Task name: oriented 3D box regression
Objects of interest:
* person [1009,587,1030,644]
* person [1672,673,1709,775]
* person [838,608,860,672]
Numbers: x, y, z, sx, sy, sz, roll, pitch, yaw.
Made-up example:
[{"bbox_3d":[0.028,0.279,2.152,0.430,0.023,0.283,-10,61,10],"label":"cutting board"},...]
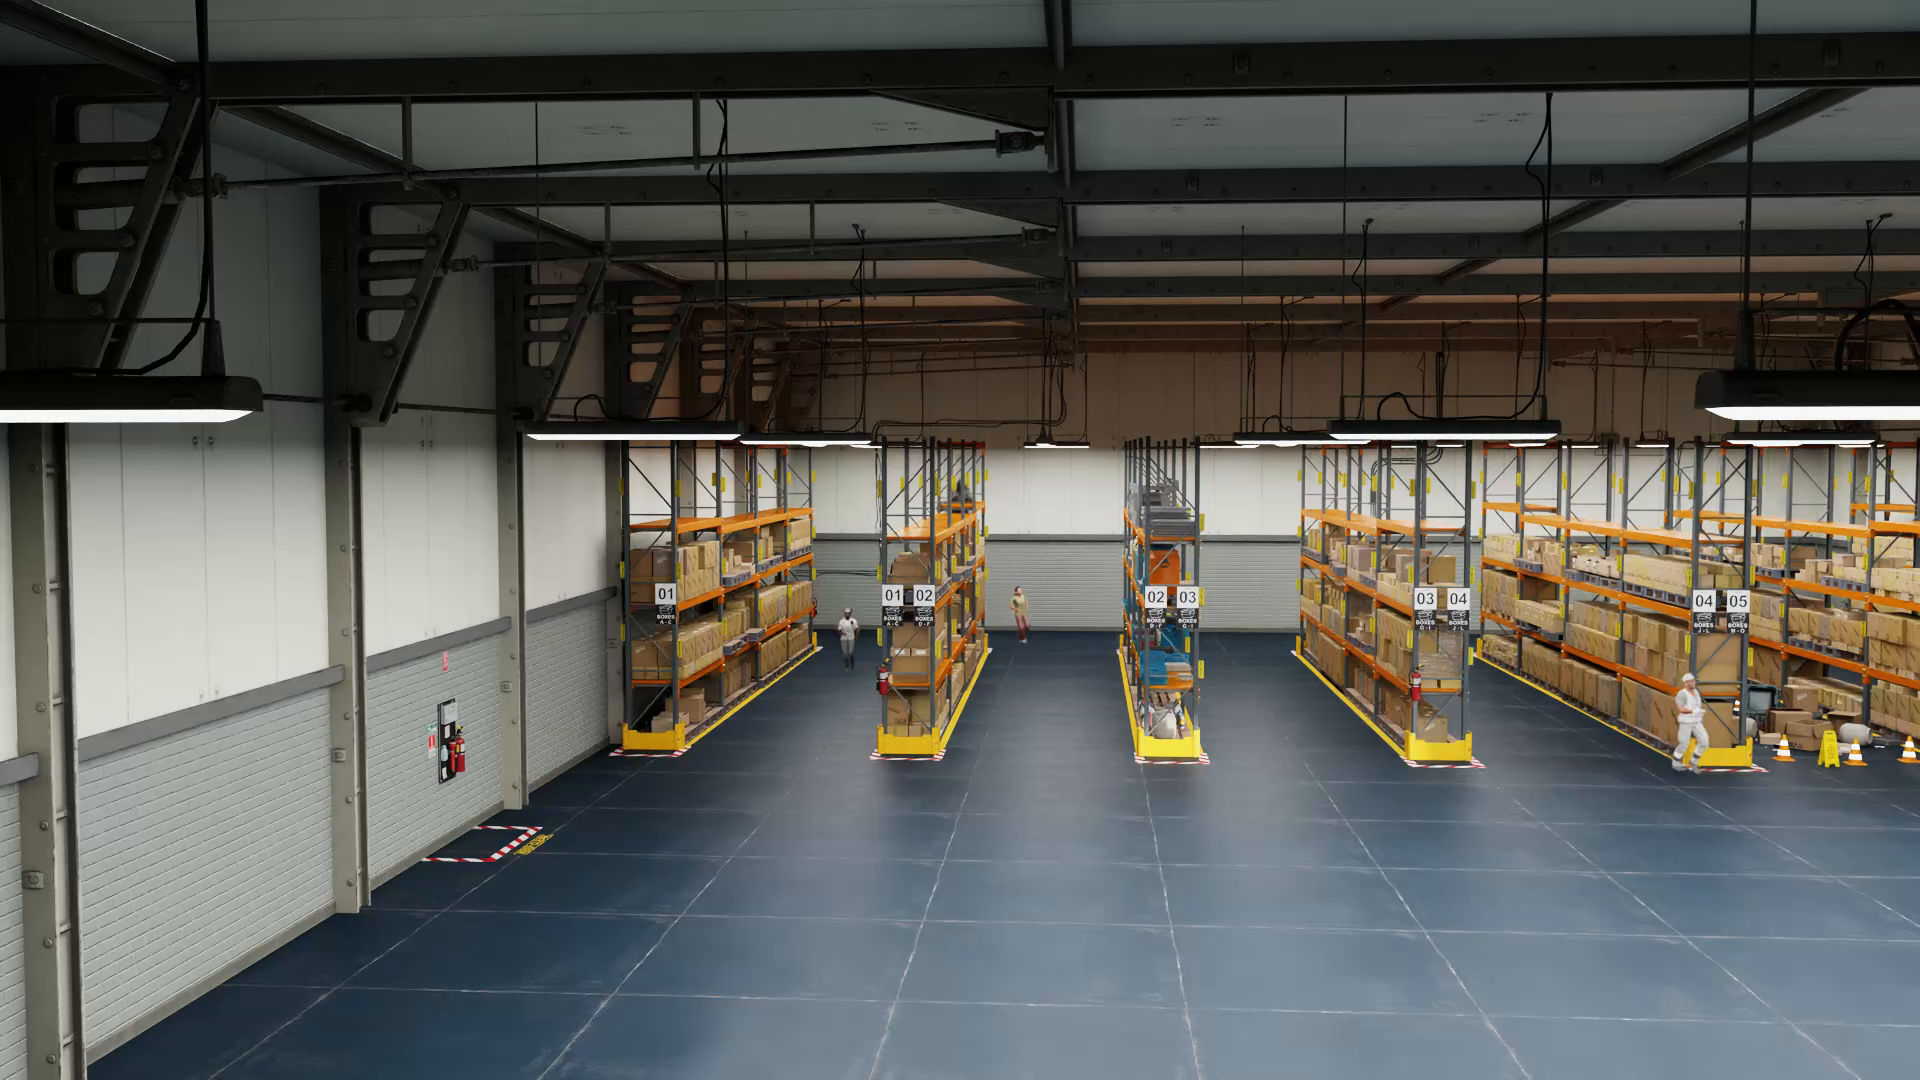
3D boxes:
[{"bbox_3d":[1.709,2.138,47.170,0.614,1.640,0.539,-1,3,-22],"label":"person"},{"bbox_3d":[12.913,3.252,29.371,0.628,1.787,0.710,-1,3,-21],"label":"person"},{"bbox_3d":[-2.858,2.567,42.572,0.560,1.661,0.573,0,3,1],"label":"person"}]
